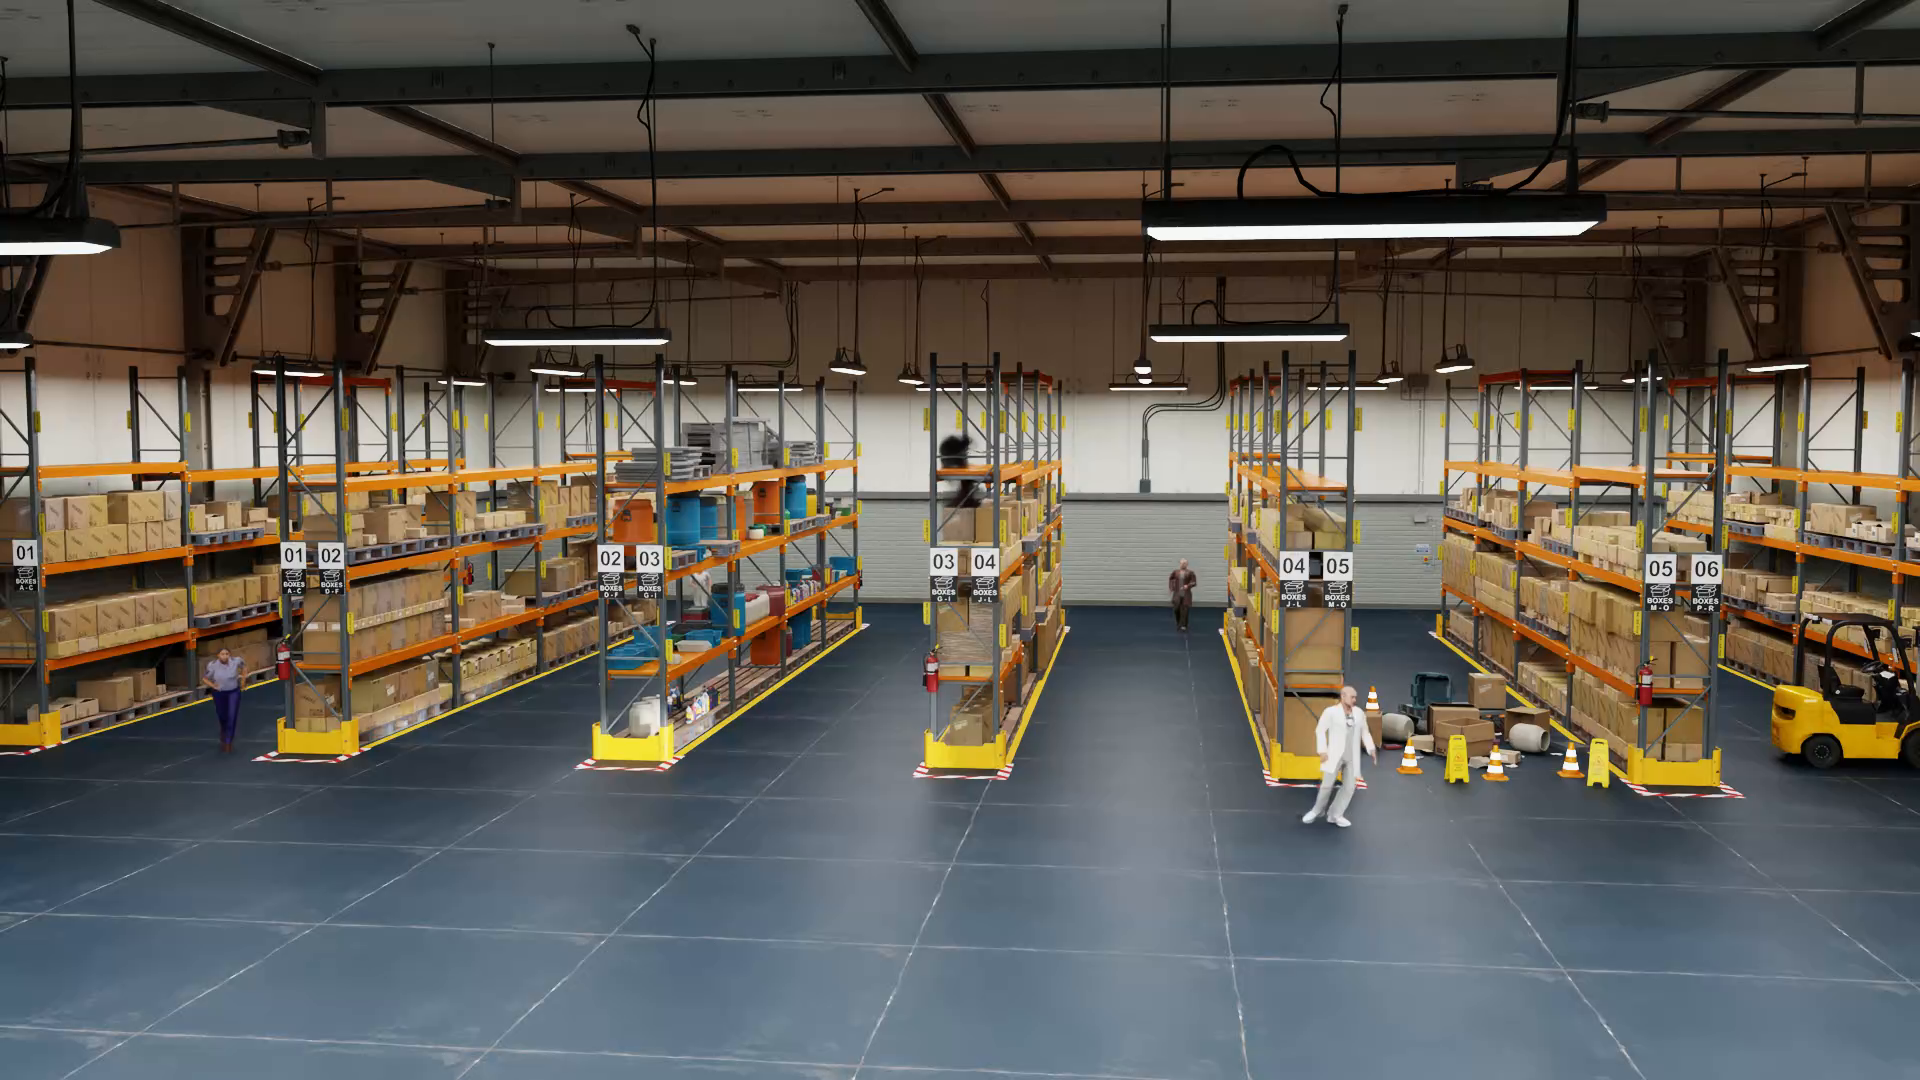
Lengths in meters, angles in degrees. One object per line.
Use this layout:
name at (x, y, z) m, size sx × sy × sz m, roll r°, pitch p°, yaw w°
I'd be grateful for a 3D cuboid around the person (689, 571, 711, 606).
person at (-6.230, 1.360, 39.869) m, size 0.518 × 1.694 × 0.818 m, roll 0°, pitch 4°, yaw -7°

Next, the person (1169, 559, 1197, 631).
person at (5.283, 1.320, 39.612) m, size 0.697 × 1.738 × 0.666 m, roll 1°, pitch 4°, yaw 16°

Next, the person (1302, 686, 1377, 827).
person at (4.684, 2.680, 20.495) m, size 0.823 × 1.745 × 0.614 m, roll -1°, pitch 4°, yaw -16°

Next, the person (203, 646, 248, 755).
person at (-11.258, 2.402, 25.510) m, size 0.634 × 1.617 × 1.048 m, roll -2°, pitch 4°, yaw -22°
